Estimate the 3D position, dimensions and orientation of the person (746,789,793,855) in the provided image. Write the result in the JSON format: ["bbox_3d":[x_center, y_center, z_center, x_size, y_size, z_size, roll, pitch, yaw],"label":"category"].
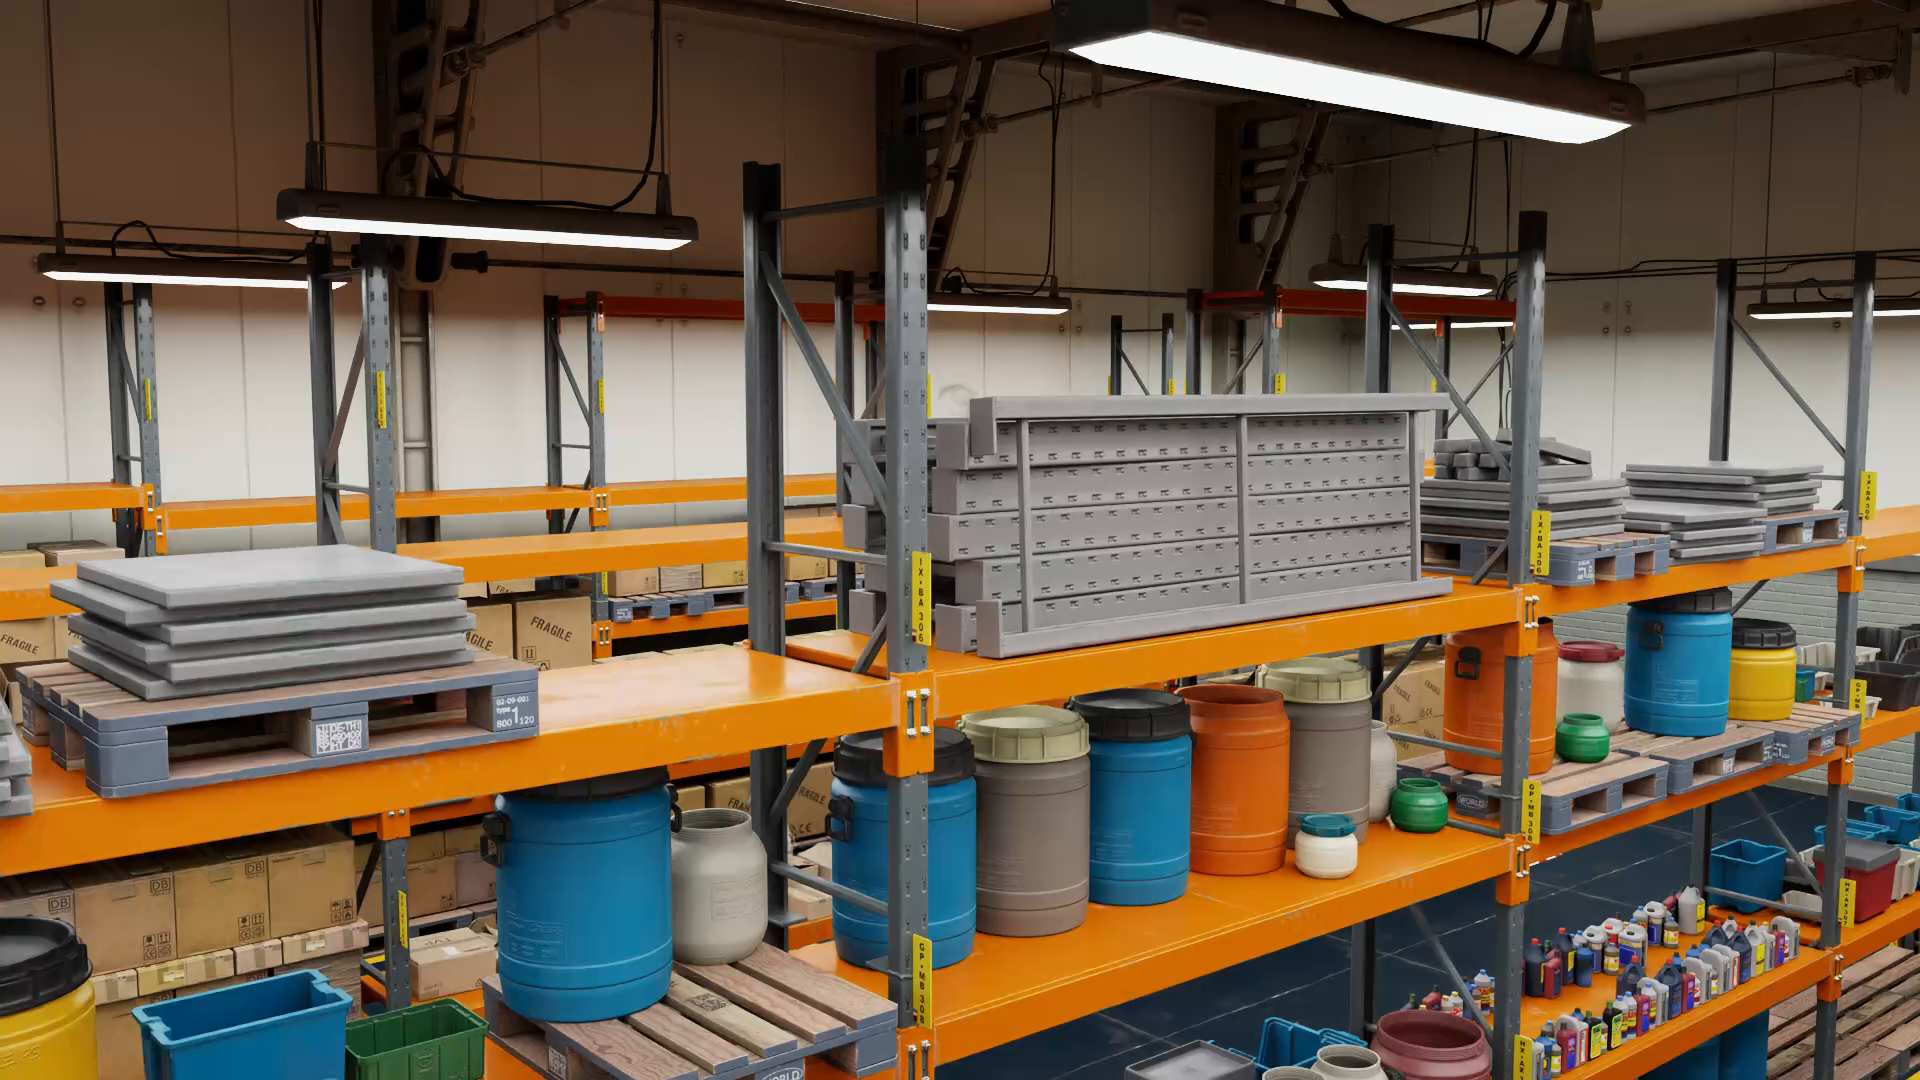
[{"bbox_3d":[-1.663,2.940,13.961,0.684,1.765,0.828,5,8,43],"label":"person"}]
